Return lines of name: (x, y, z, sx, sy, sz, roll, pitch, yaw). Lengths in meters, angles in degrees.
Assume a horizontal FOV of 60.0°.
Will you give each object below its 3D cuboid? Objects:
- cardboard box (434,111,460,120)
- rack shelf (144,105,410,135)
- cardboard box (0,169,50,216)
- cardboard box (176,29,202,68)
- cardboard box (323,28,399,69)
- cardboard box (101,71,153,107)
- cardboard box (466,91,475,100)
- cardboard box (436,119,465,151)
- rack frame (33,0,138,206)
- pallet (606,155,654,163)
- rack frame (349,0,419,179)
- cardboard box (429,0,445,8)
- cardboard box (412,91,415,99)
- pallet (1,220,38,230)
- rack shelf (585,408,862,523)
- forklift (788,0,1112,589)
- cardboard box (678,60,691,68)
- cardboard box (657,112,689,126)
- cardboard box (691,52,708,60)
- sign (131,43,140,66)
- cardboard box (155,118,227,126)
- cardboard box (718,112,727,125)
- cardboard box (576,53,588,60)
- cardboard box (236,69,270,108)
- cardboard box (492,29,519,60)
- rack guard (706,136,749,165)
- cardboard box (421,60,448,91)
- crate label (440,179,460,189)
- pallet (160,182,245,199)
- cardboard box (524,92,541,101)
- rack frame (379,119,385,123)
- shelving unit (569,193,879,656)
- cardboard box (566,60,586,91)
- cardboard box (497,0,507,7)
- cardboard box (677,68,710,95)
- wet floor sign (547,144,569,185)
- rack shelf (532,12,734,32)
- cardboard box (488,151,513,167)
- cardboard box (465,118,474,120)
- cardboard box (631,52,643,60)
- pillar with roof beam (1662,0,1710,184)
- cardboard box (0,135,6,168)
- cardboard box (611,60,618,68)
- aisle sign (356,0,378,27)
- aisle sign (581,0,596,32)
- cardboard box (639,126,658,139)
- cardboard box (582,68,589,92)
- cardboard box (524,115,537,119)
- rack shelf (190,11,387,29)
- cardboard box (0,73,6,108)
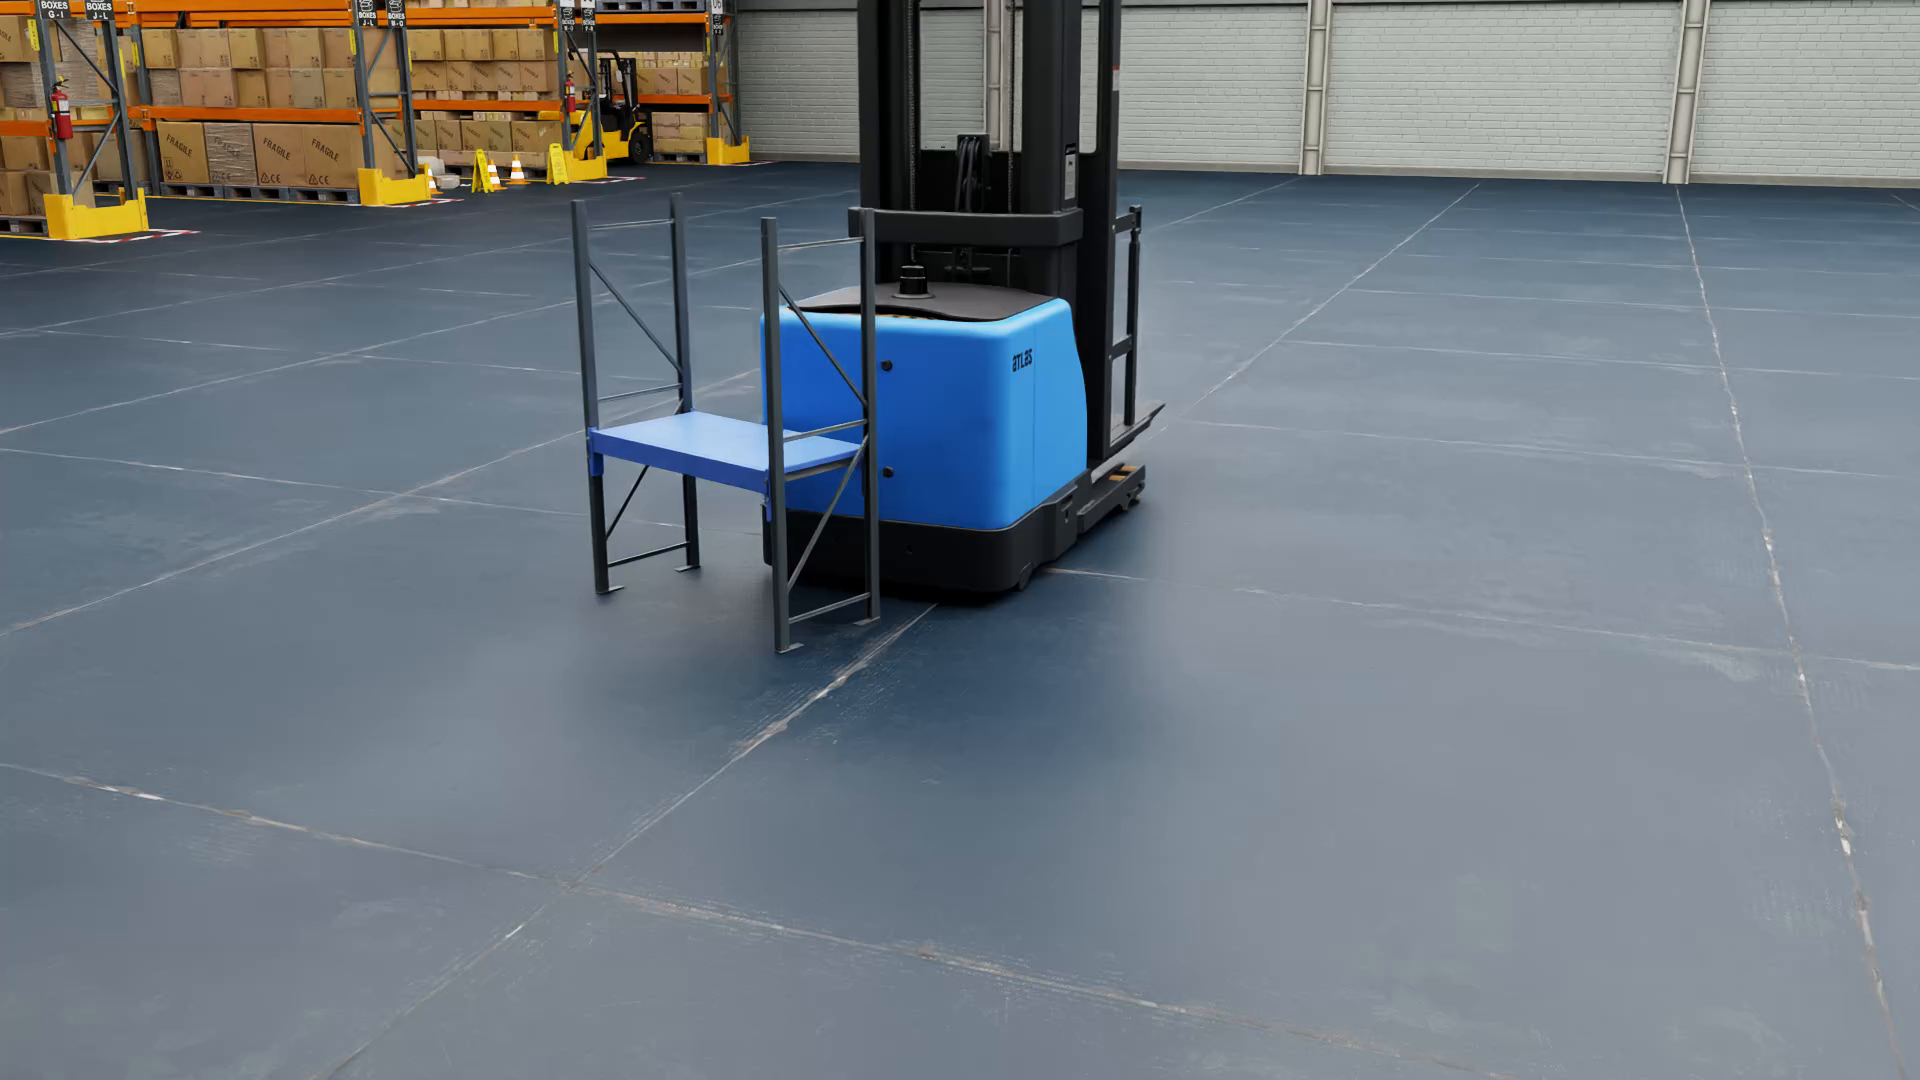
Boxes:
cardboard box: (-8.851, -7.323, 28.689, 0.250, 0.149, 0.380, 7, 18, 24)
rack shelf: (-9.987, -6.164, 24.316, 4.000, 0.370, 1.077, 6, 17, 21)
cardboard box: (-11.184, -4.150, 19.820, 0.500, 0.500, 0.500, 12, 20, 35)
cardboard box: (-10.962, -7.232, 24.498, 0.550, 0.550, 0.875, 6, 17, 21)
cardboard box: (-8.457, -6.943, 23.504, 0.550, 0.550, 0.875, 6, 17, 21)
cardboard box: (-12.431, -6.746, 24.851, 0.500, 0.500, 0.500, 6, 17, 20)
cardboard box: (-8.245, -7.622, 28.500, 0.250, 0.149, 0.380, 6, 17, 21)
cardboard box: (-8.691, -7.014, 28.787, 0.500, 0.500, 0.500, 7, 18, 24)
rack frame: (-10.040, -5.029, 19.115, 0.127, 3.000, 1.000, 6, 17, 21)
pallet: (-6.444, -7.740, 33.456, 1.213, 0.211, 1.003, 6, 17, 21)
rack frame: (-8.126, -6.305, 23.511, 0.127, 3.000, 1.000, 6, 17, 21)
cardboard box: (-8.758, -9.078, 28.133, 0.250, 0.149, 0.380, 6, 17, 20)
cardboard box: (-9.437, -7.740, 28.906, 0.250, 0.149, 0.380, 6, 17, 20)
pallet: (-11.985, -3.915, 20.280, 1.213, 0.211, 1.003, 6, 17, 21)
rack shelf: (-0.860, -0.293, 6.136, 1.000, 0.185, 0.538, 14, 21, 39)
forklift: (0.114, -1.589, 7.390, 1.130, 2.935, 3.031, 3, 16, 10)
cardboard box: (-5.260, -9.227, 32.235, 0.250, 0.149, 0.380, 7, 17, 22)
cardboard box: (-5.606, -8.265, 32.648, 0.500, 0.250, 0.500, 7, 17, 22)
cardboard box: (-4.997, -9.371, 32.196, 0.250, 0.149, 0.380, 6, 17, 21)
sign: (-12.037, -7.090, 24.281, 0.005, 0.325, 0.100, 6, 17, 21)
cardboard box: (-14.458, -7.691, 31.343, 0.875, 0.875, 0.875, 6, 17, 20)
cardboard box: (-4.964, -8.346, 32.928, 0.500, 0.250, 0.500, 6, 17, 20)
cardboard box: (-7.401, -9.609, 33.015, 0.250, 0.149, 0.380, 7, 17, 22)
cardboard box: (-9.991, -6.587, 24.214, 0.500, 0.550, 0.875, 6, 17, 21)
cardboard box: (-7.427, -8.319, 27.944, 0.500, 0.500, 0.700, 6, 17, 21)
rack guard: (-4.564, -7.684, 32.744, 0.348, 0.500, 1.175, 6, 17, 21)
cardboard box: (-8.880, -7.982, 28.574, 0.500, 0.500, 0.500, 6, 17, 20)
crate label: (-8.122, -5.675, 26.477, 0.298, 0.136, 0.250, -2, 16, -8)
pallet: (-11.169, -5.277, 24.971, 1.213, 0.211, 1.003, 6, 17, 21)
cardboard box: (-7.107, -7.458, 27.934, 0.250, 0.149, 0.380, 6, 17, 20)
rack frame: (-12.028, -9.705, 35.223, 0.127, 3.000, 1.000, 6, 17, 21)
shelving unit: (-0.860, -0.465, 6.086, 1.048, 1.500, 0.538, 14, 21, 39)
cardboard box: (-6.743, -7.910, 28.328, 0.500, 0.500, 0.500, 6, 17, 20)
cardboard box: (-7.528, -8.979, 27.792, 0.250, 0.149, 0.380, 6, 17, 21)
cardboard box: (-5.140, -8.917, 32.329, 0.500, 0.500, 0.500, 6, 17, 19)
wet floor sign: (-6.620, -6.171, 27.274, 0.232, 0.644, 0.267, 14, 21, 40)
rack shelf: (-6.447, -10.186, 32.791, 4.000, 0.370, 1.077, 6, 17, 21)
cardboard box: (-7.734, -6.548, 28.527, 0.500, 0.250, 0.500, 6, 17, 21)
cardboard box: (-8.527, -7.155, 29.273, 0.500, 0.500, 0.500, 7, 18, 24)
cardboard box: (-6.221, -9.475, 32.556, 0.250, 0.149, 0.380, 7, 17, 22)
pillar with roof beam: (10.262, -9.115, 22.430, 0.400, 9.000, 9.100, 6, 17, 21)
cardboard box: (-15.035, -6.159, 26.290, 0.750, 0.750, 1.050, 6, 17, 20)
cardboard box: (-6.676, -9.391, 32.799, 0.250, 0.149, 0.380, 6, 17, 19)
aisle sign: (-8.170, -7.468, 22.855, 0.004, 0.787, 0.394, 6, 17, 21)
aisle sign: (-6.233, -8.921, 27.861, 0.004, 0.787, 0.394, 6, 17, 21)
cardboard box: (-6.104, -8.078, 32.901, 0.500, 0.250, 0.500, 6, 17, 19)
cardboard box: (-7.500, -9.182, 33.241, 0.500, 0.500, 0.500, 7, 17, 22)
cardboard box: (-8.797, -8.407, 34.260, 0.625, 0.625, 0.875, 7, 18, 23)
rack shelf: (-11.986, -9.308, 29.765, 4.000, 0.370, 1.077, 6, 17, 21)
cardboard box: (-11.051, -5.303, 19.347, 0.500, 0.500, 0.875, 6, 17, 21)
